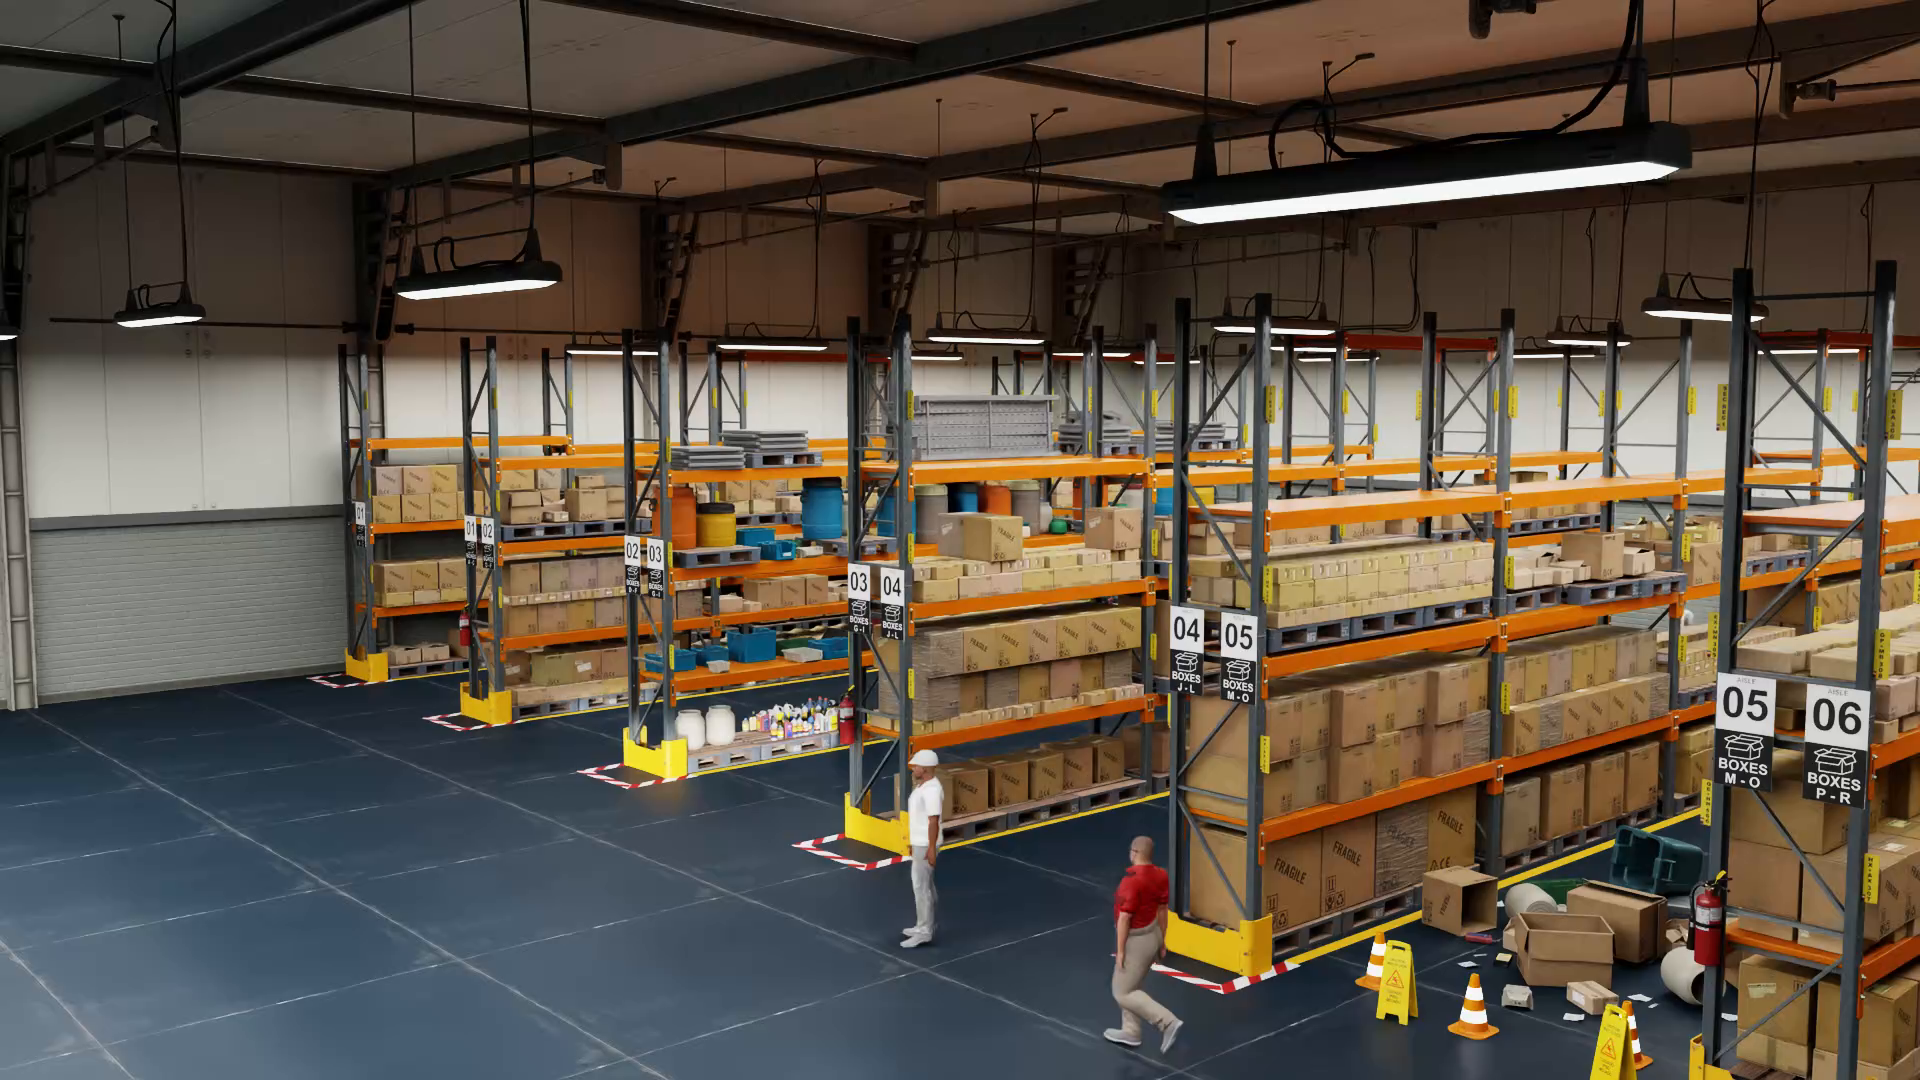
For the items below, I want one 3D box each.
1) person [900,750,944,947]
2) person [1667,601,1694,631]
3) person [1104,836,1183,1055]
[{"bbox_3d":[-0.367,2.883,15.710,0.421,1.792,0.638,0,5,-4],"label":"person"},{"bbox_3d":[12.273,1.771,28.380,0.983,1.756,0.577,-4,7,-41],"label":"person"},{"bbox_3d":[1.405,3.145,12.933,0.671,1.709,0.523,2,5,21],"label":"person"}]
